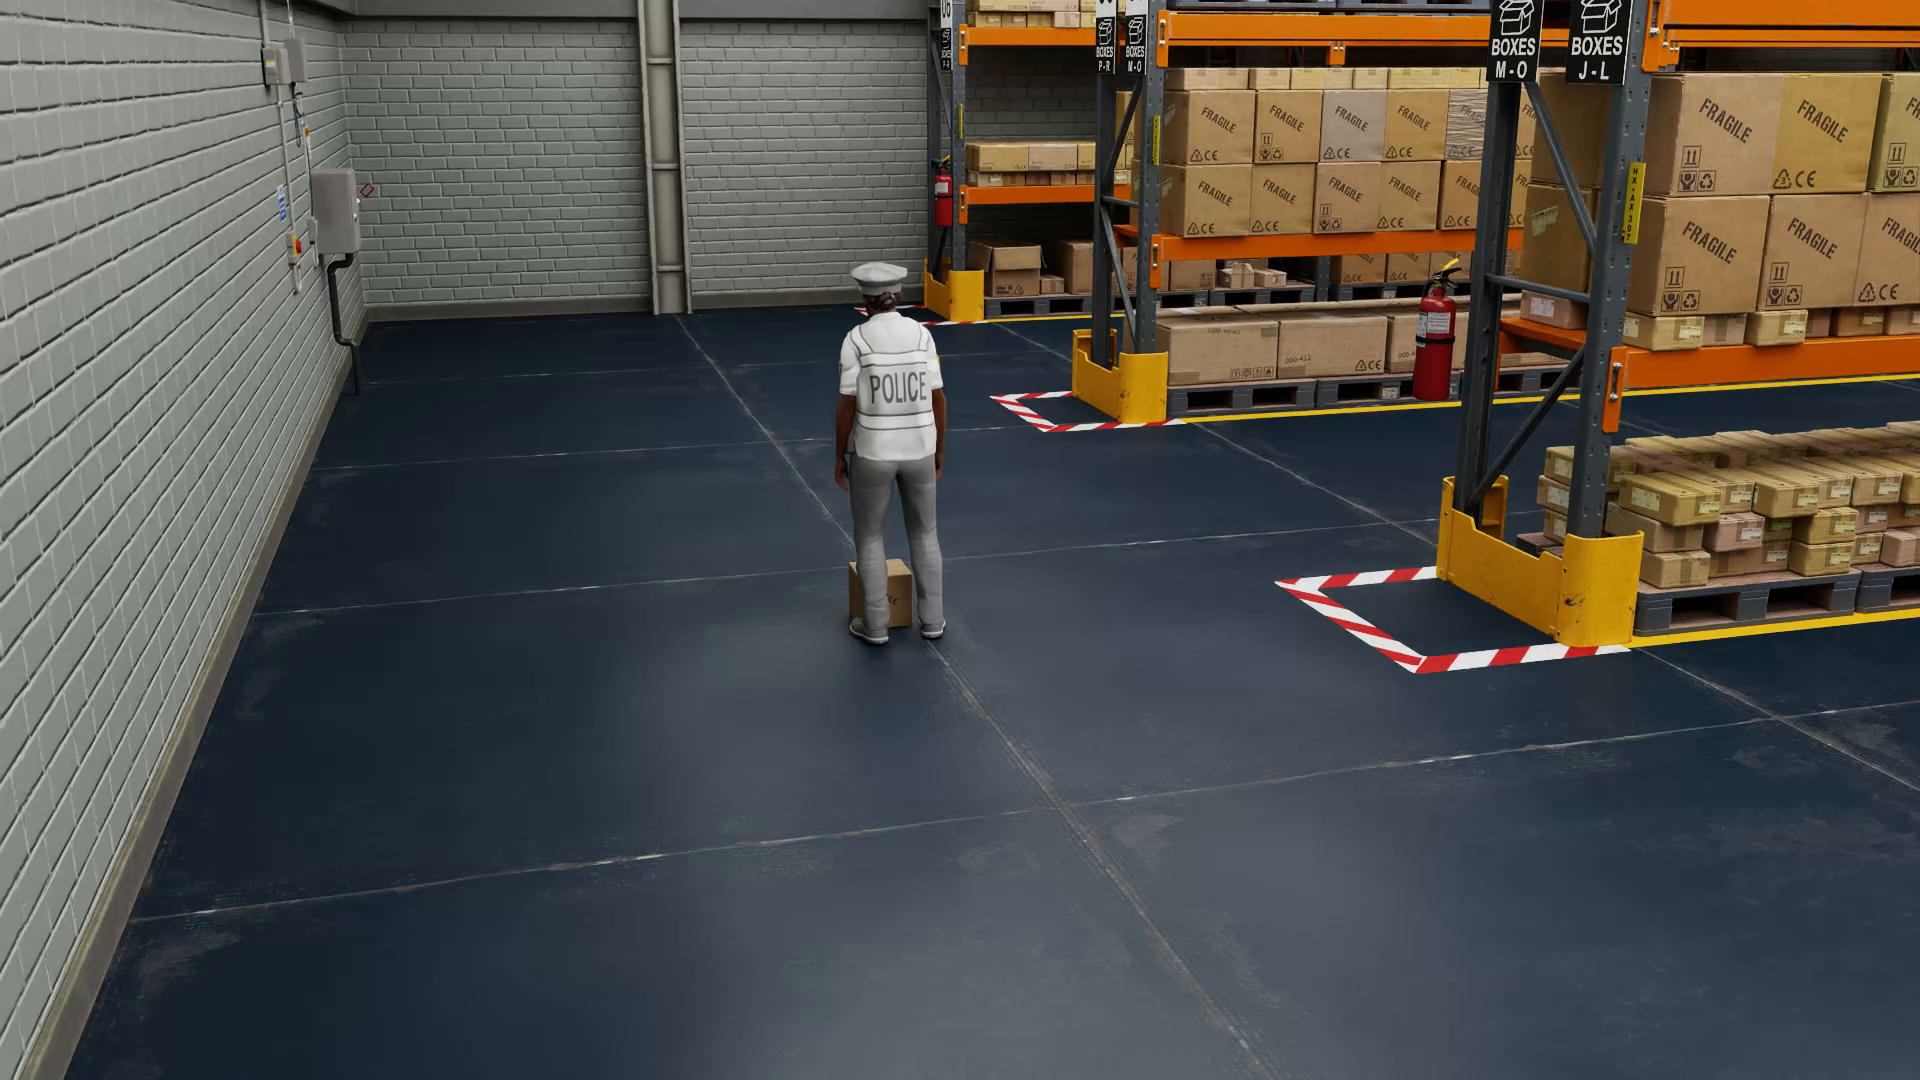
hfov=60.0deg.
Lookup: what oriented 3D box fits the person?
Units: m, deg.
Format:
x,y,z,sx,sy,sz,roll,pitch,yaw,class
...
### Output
x,y,z,sx,sy,sz,roll,pitch,yaw,class
-0.296,-0.366,7.302,0.520,1.659,0.399,-5,17,-17,person
